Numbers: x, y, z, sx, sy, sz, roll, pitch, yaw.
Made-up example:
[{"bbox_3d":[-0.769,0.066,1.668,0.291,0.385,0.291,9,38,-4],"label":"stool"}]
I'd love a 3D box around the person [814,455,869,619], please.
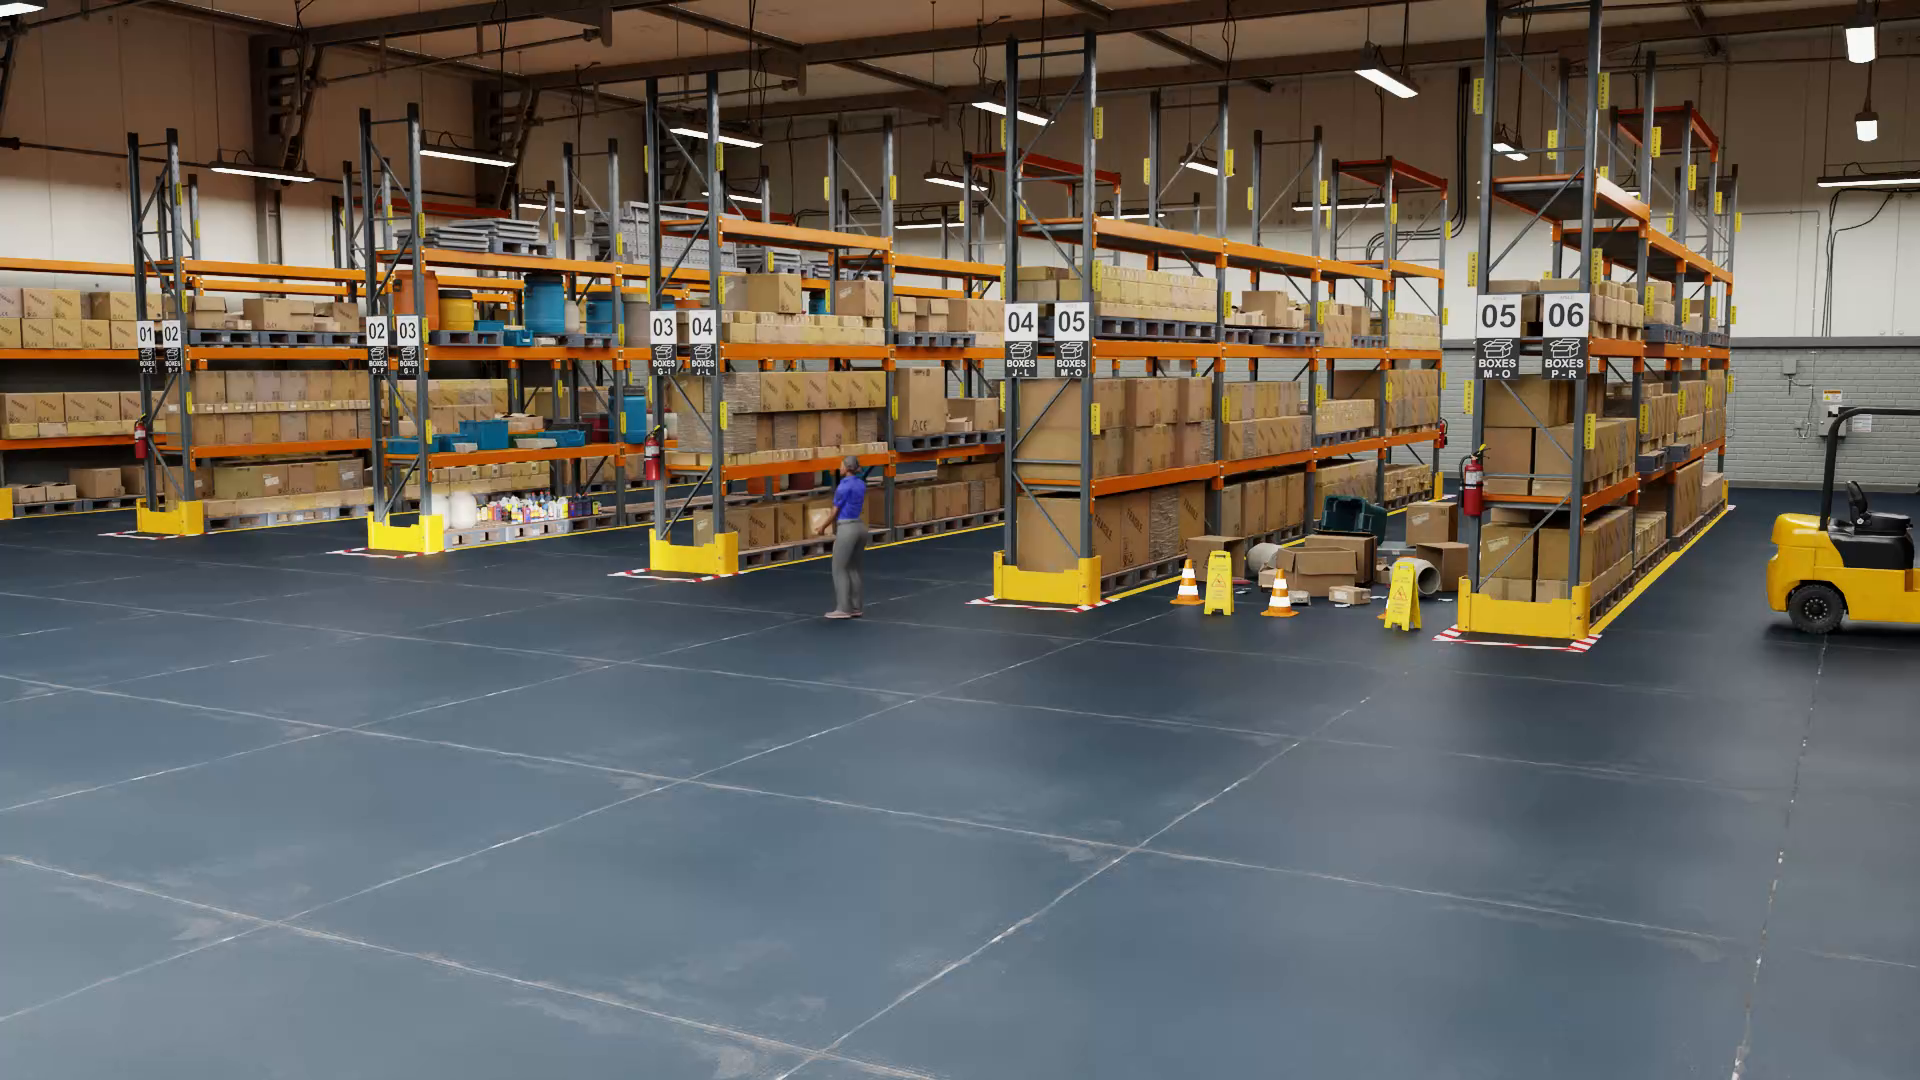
[{"bbox_3d":[-1.193,-0.037,16.783,0.501,1.656,0.441,3,7,28],"label":"person"}]
